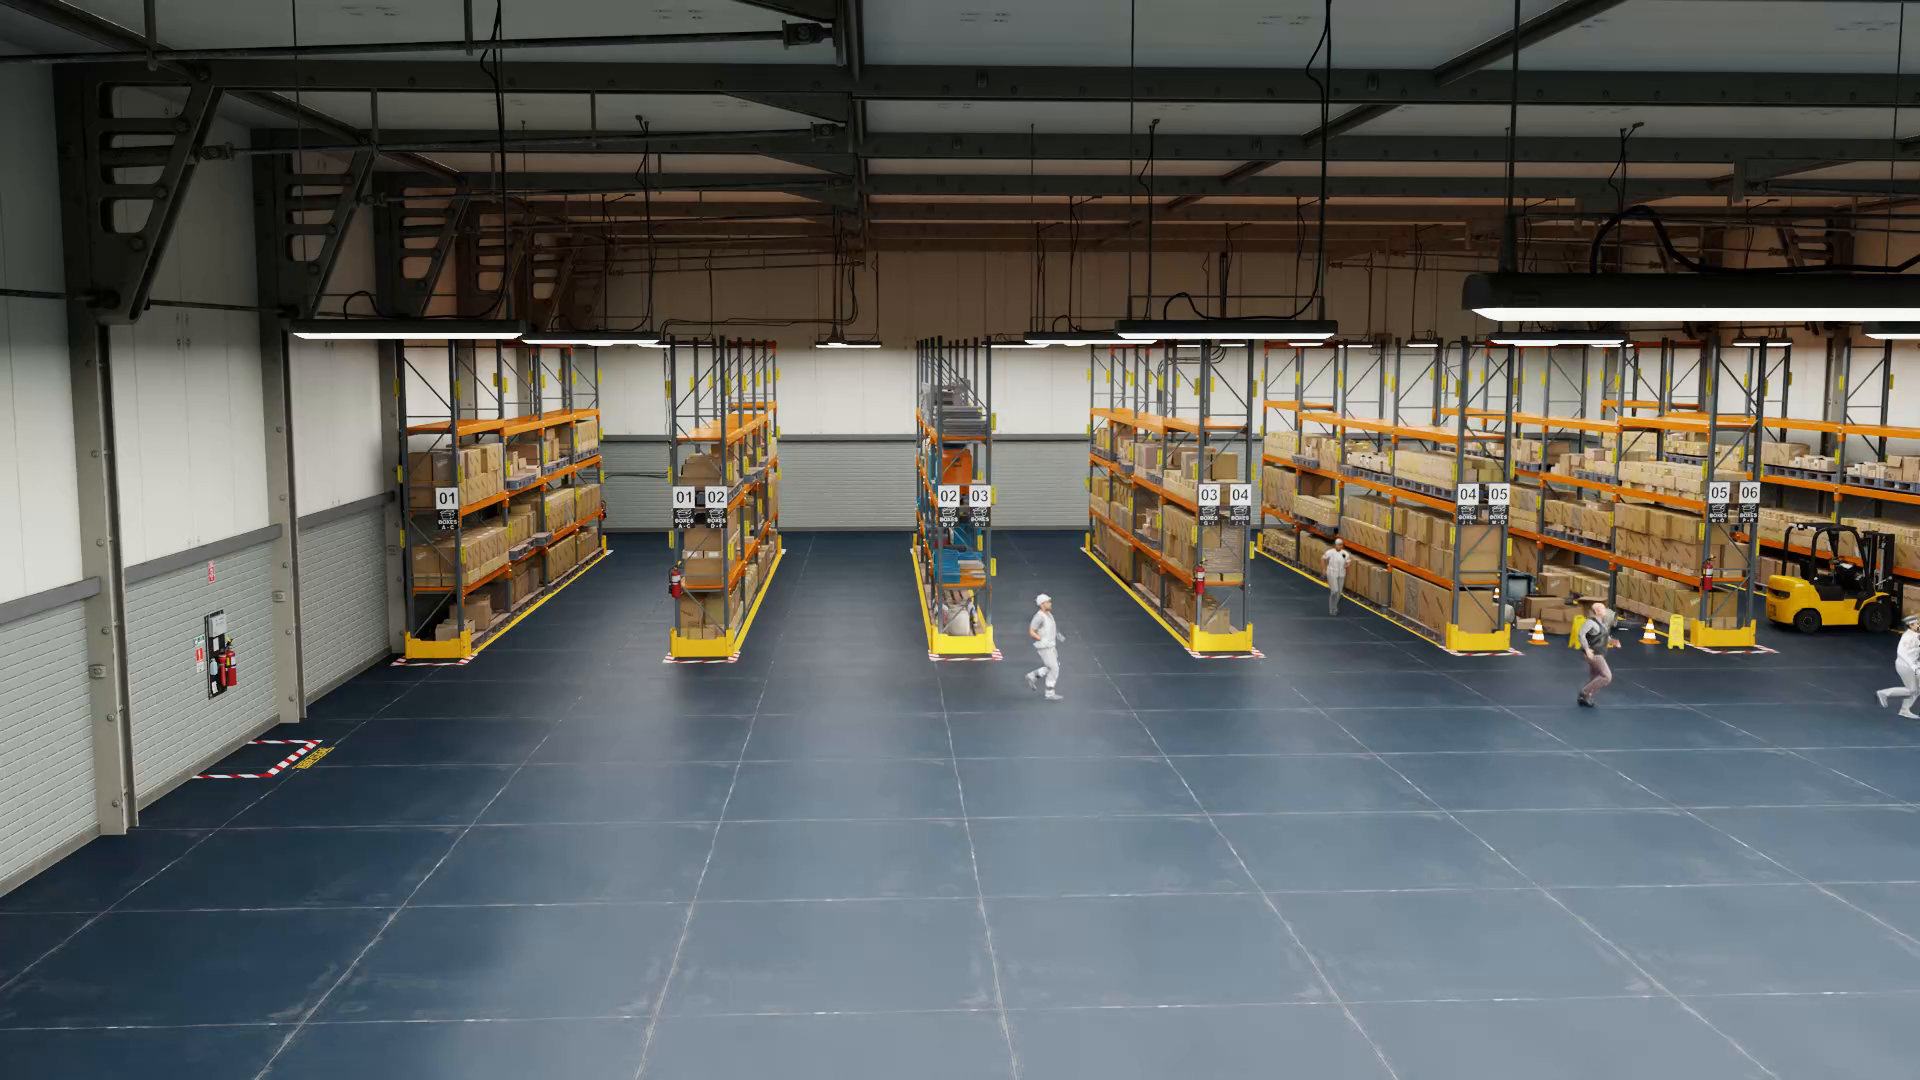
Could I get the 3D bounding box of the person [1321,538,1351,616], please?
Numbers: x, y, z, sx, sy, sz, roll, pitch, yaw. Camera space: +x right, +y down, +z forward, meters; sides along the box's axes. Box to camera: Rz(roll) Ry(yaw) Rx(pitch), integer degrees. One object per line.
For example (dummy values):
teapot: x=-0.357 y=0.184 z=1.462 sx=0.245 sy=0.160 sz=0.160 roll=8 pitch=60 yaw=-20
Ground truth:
person: x=8.182 y=0.812 z=36.102 sx=0.570 sy=1.705 sz=0.774 roll=-1 pitch=7 yaw=-7

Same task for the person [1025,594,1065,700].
person: x=1.366 y=1.758 z=27.343 sx=0.708 sy=1.742 sz=0.659 roll=3 pitch=7 yaw=25

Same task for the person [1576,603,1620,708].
person: x=10.256 y=1.845 z=26.708 sx=0.617 sy=1.683 sz=0.667 roll=4 pitch=8 yaw=31

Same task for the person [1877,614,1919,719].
person: x=14.759 y=1.961 z=26.067 sx=0.592 sy=1.649 sz=0.607 roll=5 pitch=8 yaw=39
